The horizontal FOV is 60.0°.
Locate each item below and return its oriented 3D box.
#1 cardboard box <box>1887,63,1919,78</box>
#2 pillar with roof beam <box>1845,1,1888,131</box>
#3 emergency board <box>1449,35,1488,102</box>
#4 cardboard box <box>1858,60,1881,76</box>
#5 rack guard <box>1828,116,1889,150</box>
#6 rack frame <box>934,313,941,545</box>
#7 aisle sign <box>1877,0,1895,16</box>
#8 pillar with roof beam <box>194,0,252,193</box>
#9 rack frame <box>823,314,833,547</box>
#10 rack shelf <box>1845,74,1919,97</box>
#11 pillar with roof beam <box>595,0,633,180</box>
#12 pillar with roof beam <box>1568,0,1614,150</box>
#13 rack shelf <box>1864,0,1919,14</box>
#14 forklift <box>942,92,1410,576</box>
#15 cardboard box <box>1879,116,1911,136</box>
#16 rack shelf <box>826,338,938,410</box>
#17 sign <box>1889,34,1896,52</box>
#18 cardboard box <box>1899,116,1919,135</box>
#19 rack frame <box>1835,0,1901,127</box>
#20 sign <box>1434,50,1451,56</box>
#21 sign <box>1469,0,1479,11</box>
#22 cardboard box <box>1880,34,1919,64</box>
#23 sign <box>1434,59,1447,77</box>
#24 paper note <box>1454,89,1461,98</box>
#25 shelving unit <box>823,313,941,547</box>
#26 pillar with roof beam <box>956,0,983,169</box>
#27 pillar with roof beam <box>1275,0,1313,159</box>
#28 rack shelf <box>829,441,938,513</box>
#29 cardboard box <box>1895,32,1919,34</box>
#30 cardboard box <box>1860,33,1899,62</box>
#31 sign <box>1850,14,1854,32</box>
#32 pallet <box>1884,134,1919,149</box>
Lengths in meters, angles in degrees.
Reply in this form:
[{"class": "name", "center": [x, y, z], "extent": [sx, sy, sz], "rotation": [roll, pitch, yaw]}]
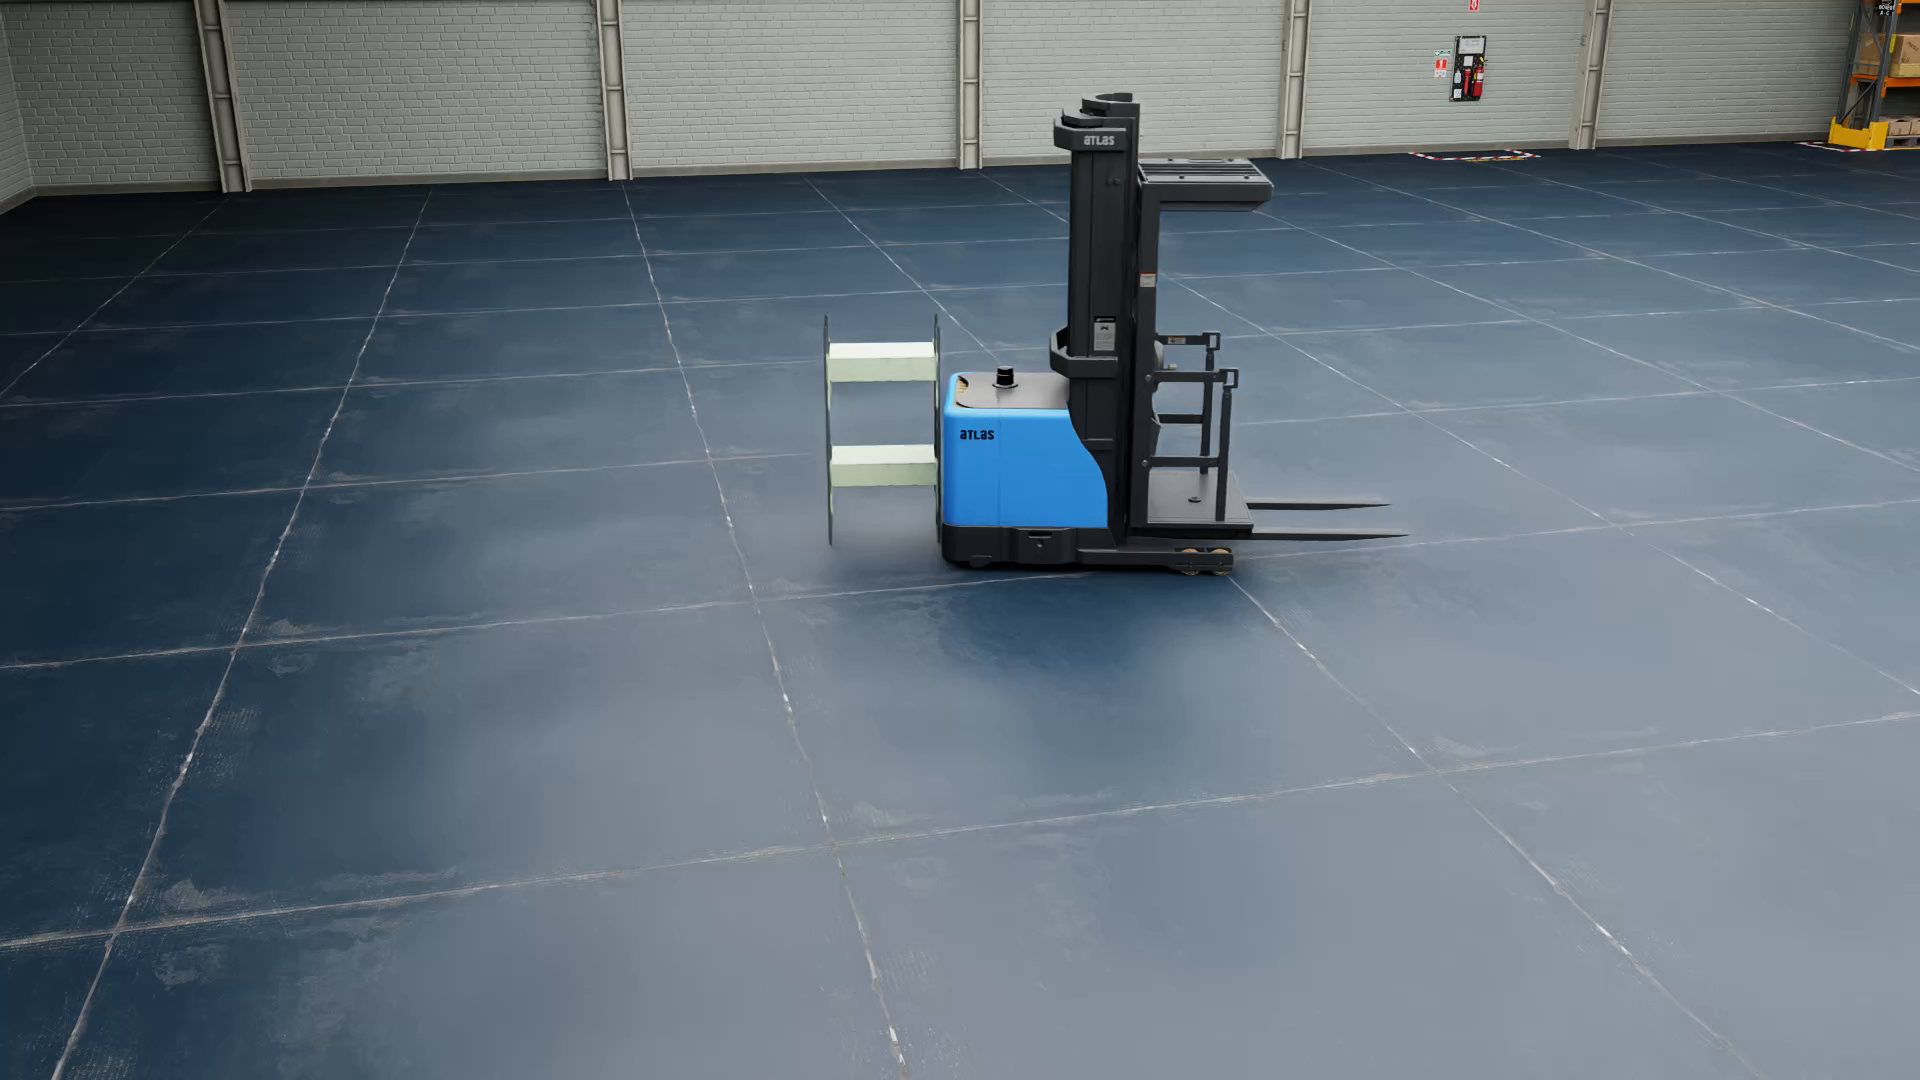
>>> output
[{"class": "cardboard box", "center": [17.743, -8.876, 31.372], "extent": [0.500, 0.250, 0.500], "rotation": [-5, 21, -14]}, {"class": "pillar with roof beam", "center": [18.668, -10.725, 27.511], "extent": [0.400, 9.000, 9.100], "rotation": [-5, 21, -12]}, {"class": "emergency board", "center": [9.425, -8.692, 30.681], "extent": [0.643, 1.169, 0.194], "rotation": [-5, 21, -12]}, {"class": "cardboard box", "center": [17.605, -9.045, 31.835], "extent": [0.500, 0.250, 0.500], "rotation": [-4, 21, -12]}, {"class": "rack guard", "center": [17.269, -7.837, 31.981], "extent": [0.348, 0.500, 1.175], "rotation": [-5, 21, -12]}, {"class": "rack frame", "center": [-0.150, -0.742, 11.160], "extent": [0.023, 1.500, 0.400], "rotation": [-1, 20, -3]}, {"class": "aisle sign", "center": [17.194, -10.119, 30.798], "extent": [0.004, 0.787, 0.394], "rotation": [-5, 21, -12]}, {"class": "pillar with roof beam", "center": [-10.527, -8.351, 21.029], "extent": [0.400, 9.000, 9.100], "rotation": [-5, 21, -12]}, {"class": "rack frame", "center": [-0.881, -0.728, 11.122], "extent": [0.023, 1.500, 0.400], "rotation": [-1, 20, -3]}, {"class": "rack shelf", "center": [19.142, -8.825, 32.091], "extent": [4.000, 0.370, 1.077], "rotation": [-5, 21, -12]}, {"class": "pillar with roof beam", "center": [-4.688, -8.826, 22.325], "extent": [0.400, 9.000, 9.100], "rotation": [-5, 21, -12]}, {"class": "pillar with roof beam", "center": [12.829, -10.250, 26.214], "extent": [0.400, 9.000, 9.100], "rotation": [-5, 21, -12]}, {"class": "rack shelf", "center": [19.142, -10.233, 31.575], "extent": [4.000, 0.370, 1.077], "rotation": [-5, 21, -12]}, {"class": "forklift", "center": [1.410, -1.335, 10.698], "extent": [3.031, 2.935, 1.130], "rotation": [1, 20, 2]}, {"class": "cardboard box", "center": [17.889, -7.973, 31.989], "extent": [0.500, 0.311, 0.500], "rotation": [-7, 21, -19]}, {"class": "rack shelf", "center": [-0.515, -1.102, 11.007], "extent": [0.720, 0.370, 0.431], "rotation": [-1, 20, -3]}, {"class": "sign", "center": [17.320, -9.229, 30.890], "extent": [0.005, 0.325, 0.100], "rotation": [-5, 21, -12]}, {"class": "cardboard box", "center": [18.444, -8.018, 32.112], "extent": [0.500, 0.311, 0.500], "rotation": [-3, 20, -8]}, {"class": "rack frame", "center": [17.195, -9.004, 31.535], "extent": [0.127, 3.000, 1.000], "rotation": [-5, 21, -12]}, {"class": "sign", "center": [8.869, -8.945, 30.551], "extent": [0.331, 0.109, 0.001], "rotation": [-5, 21, -12]}, {"class": "sign", "center": [9.394, -9.813, 30.371], "extent": [0.199, 0.298, 0.001], "rotation": [-5, 21, -12]}, {"class": "cardboard box", "center": [17.729, -9.233, 31.257], "extent": [0.500, 0.500, 0.500], "rotation": [-5, 21, -12]}, {"class": "sign", "center": [8.863, -8.699, 30.649], "extent": [0.234, 0.329, 0.001], "rotation": [-5, 21, -12]}, {"class": "paper note", "center": [9.237, -8.287, 30.857], "extent": [0.142, 0.148, 0.016], "rotation": [-5, 21, -12]}, {"class": "shelving unit", "center": [-0.515, -0.735, 11.141], "extent": [0.755, 1.500, 0.431], "rotation": [-1, 20, -3]}, {"class": "pillar with roof beam", "center": [1.151, -9.301, 23.621], "extent": [0.400, 9.000, 9.100], "rotation": [-5, 21, -12]}, {"class": "pillar with roof beam", "center": [6.990, -9.775, 24.918], "extent": [0.400, 9.000, 9.100], "rotation": [-5, 21, -12]}, {"class": "rack shelf", "center": [-0.515, -0.429, 11.253], "extent": [0.720, 0.370, 0.431], "rotation": [-1, 20, -3]}, {"class": "cardboard box", "center": [18.097, -9.440, 31.824], "extent": [0.500, 0.500, 0.500], "rotation": [-4, 21, -12]}, {"class": "cardboard box", "center": [17.605, -9.404, 31.724], "extent": [0.500, 0.500, 0.500], "rotation": [-5, 21, -13]}, {"class": "sign", "center": [17.087, -9.884, 31.793], "extent": [0.005, 0.325, 0.100], "rotation": [-5, 21, -12]}, {"class": "pallet", "center": [18.068, -7.753, 32.174], "extent": [1.213, 0.211, 1.003], "rotation": [-5, 21, -12]}]
